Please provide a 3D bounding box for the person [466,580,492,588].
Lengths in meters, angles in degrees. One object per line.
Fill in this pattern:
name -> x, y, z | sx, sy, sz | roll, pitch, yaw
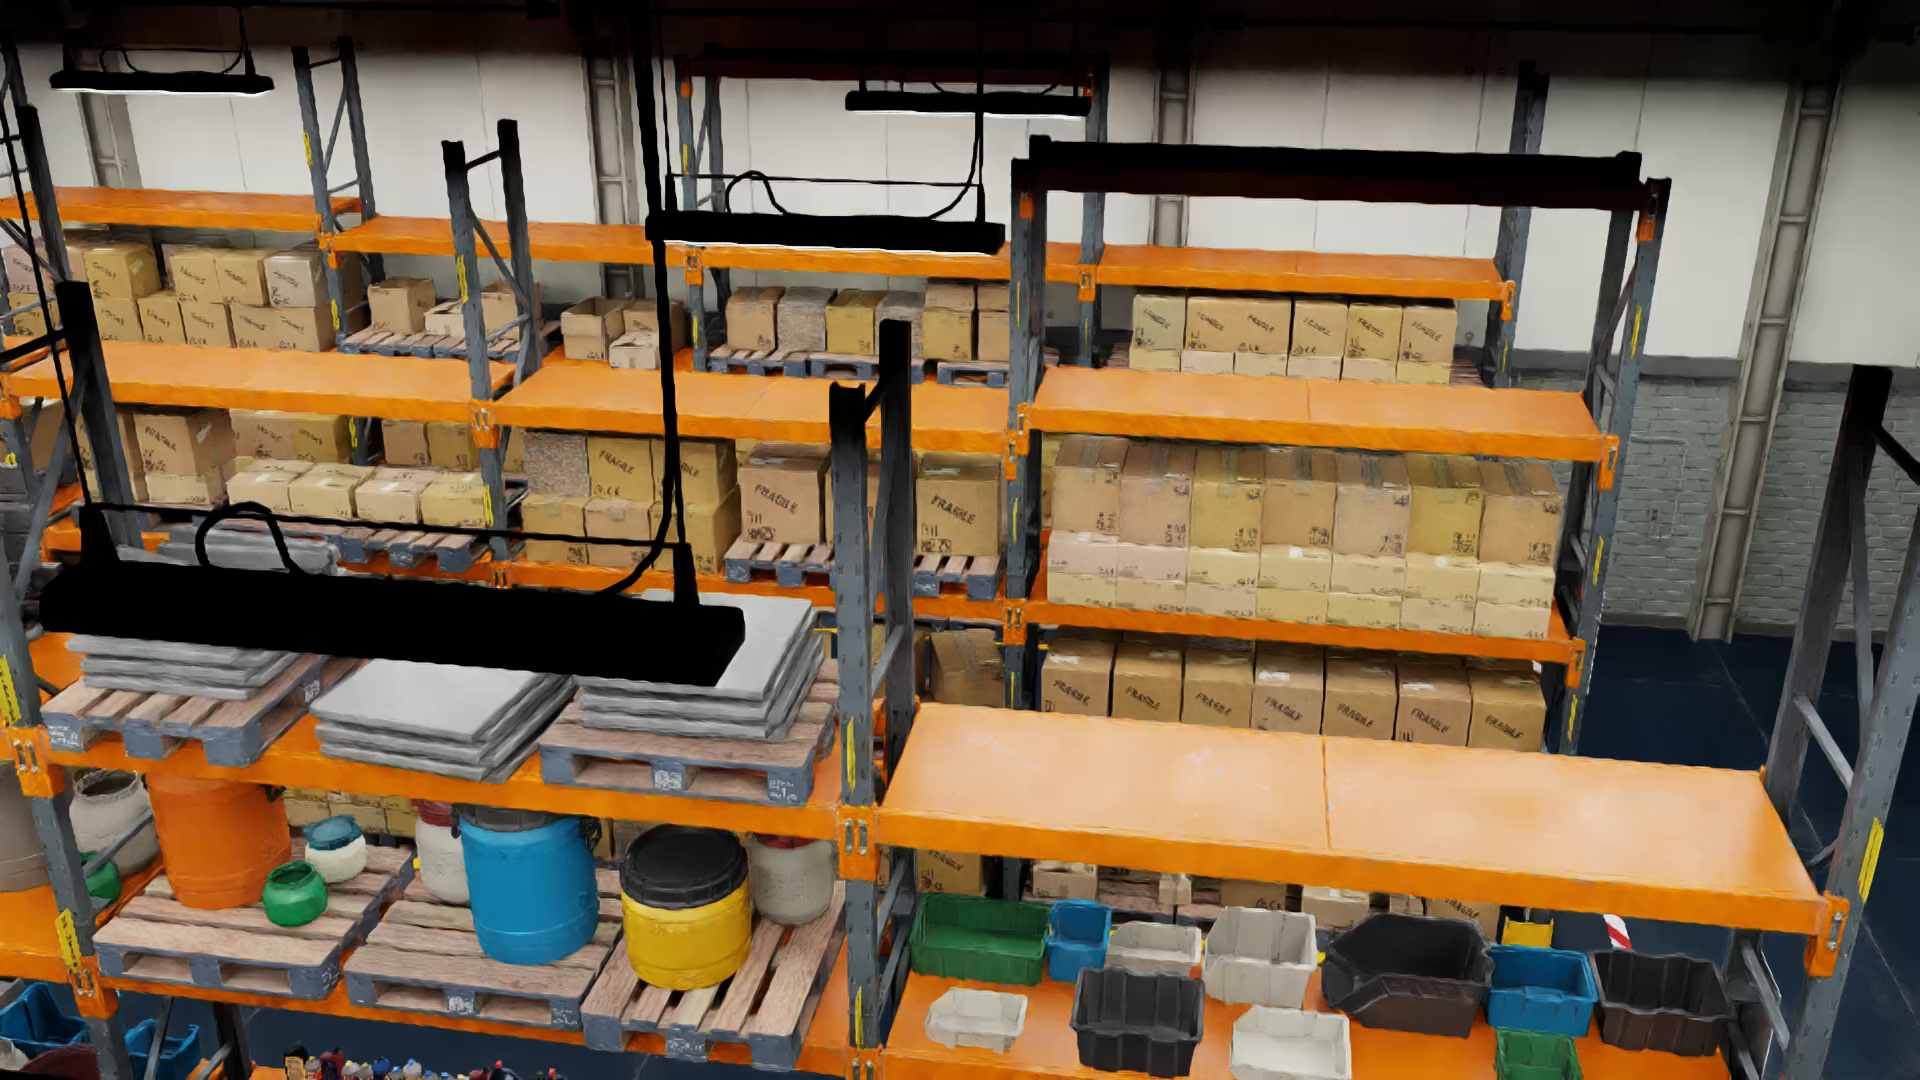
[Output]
person -> -4.765, 0.524, 16.878 | 1.030, 1.727, 0.528 | 1, 23, 2
